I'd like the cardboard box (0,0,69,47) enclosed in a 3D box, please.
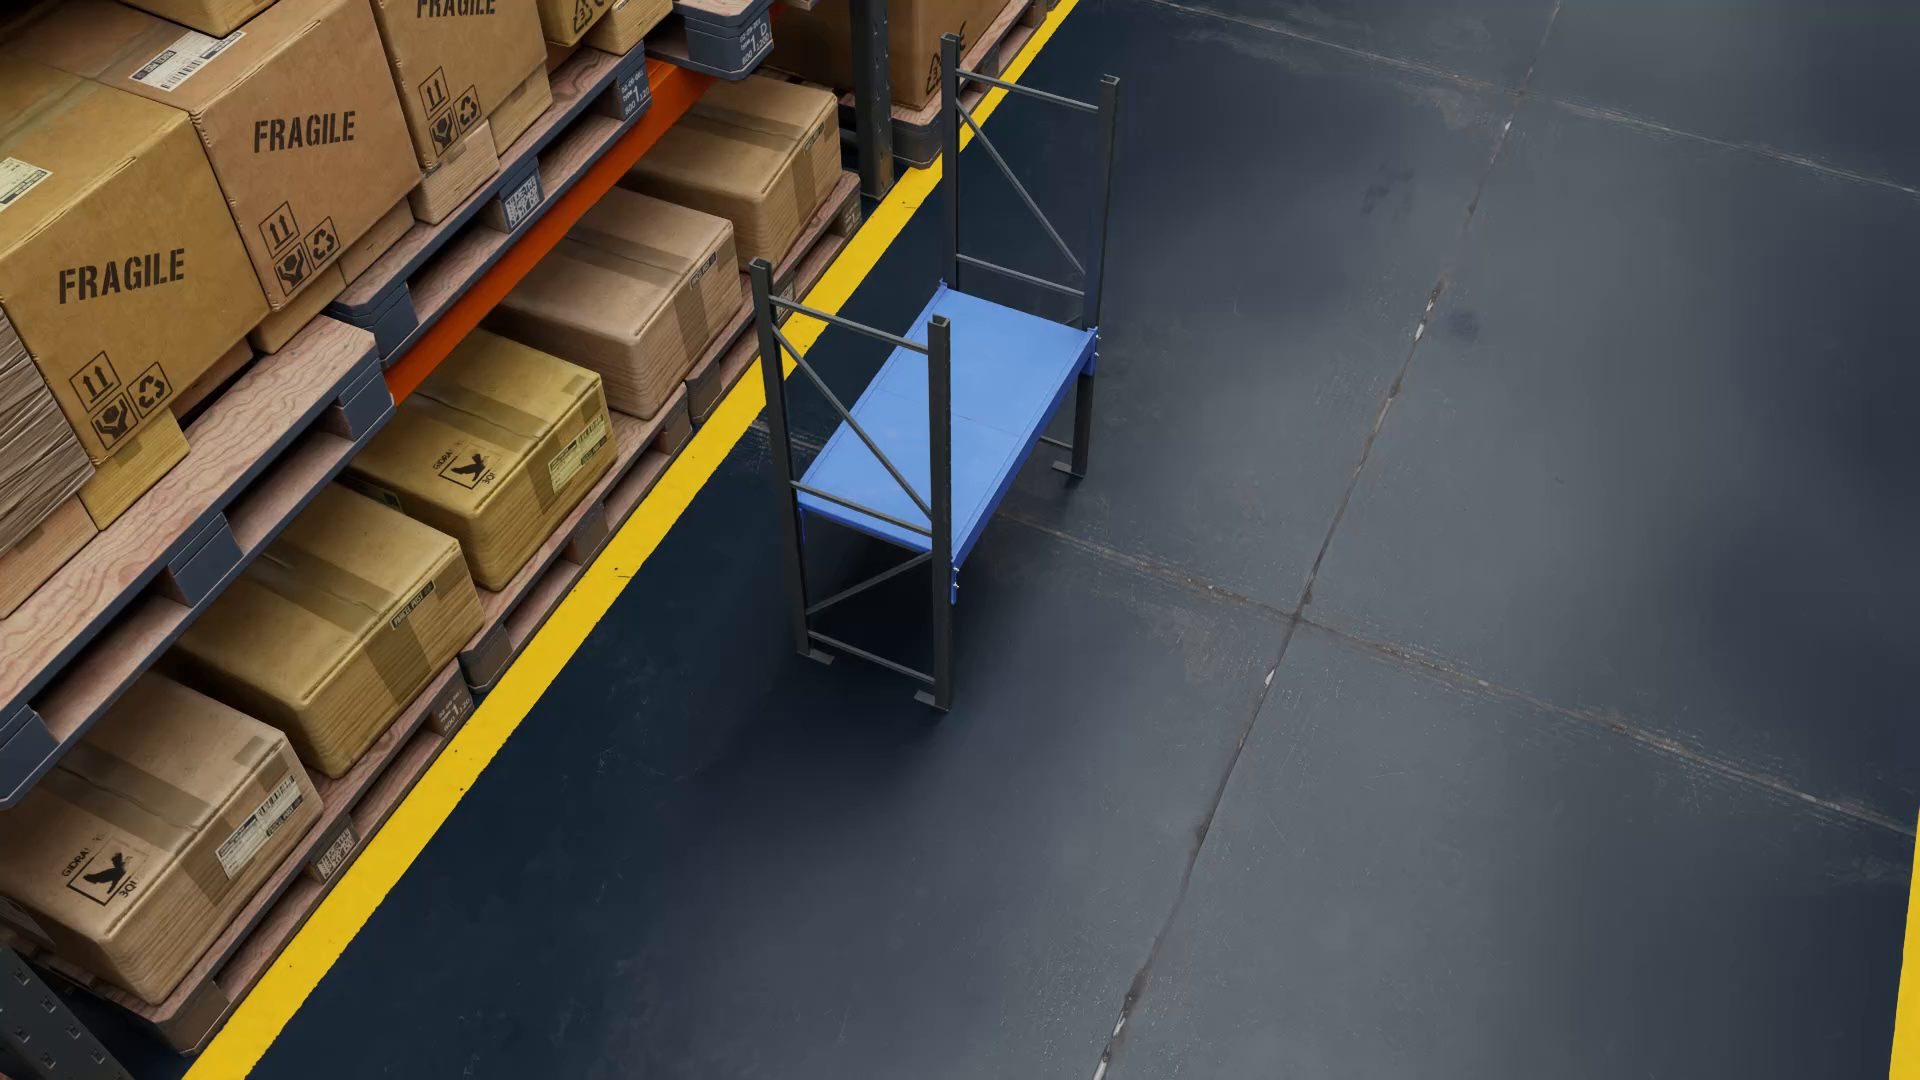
[{"bbox_3d":[-2.013,-1.062,3.647,0.500,0.500,0.500,21,53,17],"label":"cardboard box"}]

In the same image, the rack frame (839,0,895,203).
[{"bbox_3d":[-0.730,-2.463,5.377,1.000,3.000,0.127,20,52,16],"label":"rack frame"}]

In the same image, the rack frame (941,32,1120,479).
[{"bbox_3d":[0.181,-0.777,4.927,0.500,1.500,0.032,20,52,16],"label":"rack frame"}]

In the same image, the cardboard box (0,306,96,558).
[{"bbox_3d":[-1.980,-0.203,2.917,0.500,0.500,0.500,21,53,17],"label":"cardboard box"}]

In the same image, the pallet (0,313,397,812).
[{"bbox_3d":[-1.981,-0.126,3.514,1.003,0.211,1.213,20,52,16],"label":"pallet"}]

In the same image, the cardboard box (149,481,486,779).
[{"bbox_3d":[-1.913,0.148,4.604,0.950,0.372,0.625,23,53,18],"label":"cardboard box"}]

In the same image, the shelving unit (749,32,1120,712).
[{"bbox_3d":[-0.036,-0.427,4.629,0.538,1.500,1.048,20,52,16],"label":"shelving unit"}]

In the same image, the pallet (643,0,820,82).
[{"bbox_3d":[-0.939,-1.876,5.003,1.213,0.211,1.003,20,52,16],"label":"pallet"}]

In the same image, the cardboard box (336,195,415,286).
[{"bbox_3d":[-1.496,-0.764,3.820,0.380,0.149,0.250,20,53,16],"label":"cardboard box"}]

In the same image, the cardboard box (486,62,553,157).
[{"bbox_3d":[-1.248,-1.123,4.125,0.380,0.149,0.250,18,52,15],"label":"cardboard box"}]

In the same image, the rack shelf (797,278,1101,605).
[{"bbox_3d":[-0.036,-0.311,4.766,0.538,0.185,1.000,20,52,16],"label":"rack shelf"}]

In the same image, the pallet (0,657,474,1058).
[{"bbox_3d":[-2.108,0.658,4.552,1.003,0.211,1.213,20,52,16],"label":"pallet"}]

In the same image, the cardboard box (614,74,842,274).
[{"bbox_3d":[-0.981,-1.362,5.889,0.950,0.372,0.625,17,52,14],"label":"cardboard box"}]

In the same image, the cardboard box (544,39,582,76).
[{"bbox_3d":[-1.215,-1.323,4.295,0.380,0.149,0.250,20,53,16],"label":"cardboard box"}]

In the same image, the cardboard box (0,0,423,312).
[{"bbox_3d":[-1.543,-0.885,3.496,0.500,0.500,0.500,20,52,16],"label":"cardboard box"}]

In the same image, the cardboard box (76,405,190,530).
[{"bbox_3d":[-1.803,-0.211,3.349,0.380,0.149,0.250,21,53,17],"label":"cardboard box"}]

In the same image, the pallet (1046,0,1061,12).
[{"bbox_3d":[0.197,-2.915,7.592,1.003,0.211,1.213,20,52,16],"label":"pallet"}]

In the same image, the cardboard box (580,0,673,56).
[{"bbox_3d":[-0.994,-1.455,4.408,0.380,0.149,0.250,21,53,17],"label":"cardboard box"}]

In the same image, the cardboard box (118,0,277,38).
[{"bbox_3d":[-1.548,-1.175,3.317,0.380,0.149,0.250,23,53,18],"label":"cardboard box"}]

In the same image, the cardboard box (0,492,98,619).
[{"bbox_3d":[-1.918,-0.042,3.205,0.380,0.149,0.250,21,53,17],"label":"cardboard box"}]

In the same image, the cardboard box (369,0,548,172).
[{"bbox_3d":[-1.333,-1.242,3.800,0.500,0.500,0.500,18,52,15],"label":"cardboard box"}]

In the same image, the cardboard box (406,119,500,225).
[{"bbox_3d":[-1.336,-0.930,3.961,0.380,0.149,0.250,22,53,17],"label":"cardboard box"}]

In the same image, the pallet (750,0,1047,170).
[{"bbox_3d":[-0.326,-2.078,6.880,1.003,0.211,1.213,20,52,16],"label":"pallet"}]

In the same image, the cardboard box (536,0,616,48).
[{"bbox_3d":[-1.099,-1.617,4.120,0.500,0.500,0.500,17,52,14],"label":"cardboard box"}]

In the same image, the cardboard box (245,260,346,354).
[{"bbox_3d":[-1.603,-0.594,3.675,0.380,0.149,0.250,21,53,17],"label":"cardboard box"}]

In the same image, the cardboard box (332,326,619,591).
[{"bbox_3d":[-1.618,-0.331,5.012,0.950,0.372,0.625,21,53,17],"label":"cardboard box"}]

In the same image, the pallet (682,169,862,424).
[{"bbox_3d":[-1.066,-1.022,5.981,1.003,0.211,1.213,20,52,16],"label":"pallet"}]

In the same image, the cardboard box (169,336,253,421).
[{"bbox_3d":[-1.751,-0.431,3.536,0.380,0.149,0.250,23,53,18],"label":"cardboard box"}]

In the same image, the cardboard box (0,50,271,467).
[{"bbox_3d":[-1.766,-0.549,3.211,0.500,0.500,0.500,20,52,16],"label":"cardboard box"}]

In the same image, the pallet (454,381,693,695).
[{"bbox_3d":[-1.588,-0.185,5.269,1.003,0.211,1.213,20,52,16],"label":"pallet"}]

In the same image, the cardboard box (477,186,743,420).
[{"bbox_3d":[-1.289,-0.851,5.455,0.950,0.372,0.625,19,52,15],"label":"cardboard box"}]

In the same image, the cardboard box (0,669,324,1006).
[{"bbox_3d":[-2.218,0.644,4.182,0.950,0.372,0.625,20,53,17],"label":"cardboard box"}]

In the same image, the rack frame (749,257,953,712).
[{"bbox_3d":[-0.254,-0.077,4.331,0.500,1.500,0.032,20,52,16],"label":"rack frame"}]

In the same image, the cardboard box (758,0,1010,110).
[{"bbox_3d":[-0.360,-2.360,6.408,0.875,0.875,0.875,19,52,16],"label":"cardboard box"}]

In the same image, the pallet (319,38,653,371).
[{"bbox_3d":[-1.539,-1.025,4.278,1.003,0.211,1.213,20,52,16],"label":"pallet"}]
